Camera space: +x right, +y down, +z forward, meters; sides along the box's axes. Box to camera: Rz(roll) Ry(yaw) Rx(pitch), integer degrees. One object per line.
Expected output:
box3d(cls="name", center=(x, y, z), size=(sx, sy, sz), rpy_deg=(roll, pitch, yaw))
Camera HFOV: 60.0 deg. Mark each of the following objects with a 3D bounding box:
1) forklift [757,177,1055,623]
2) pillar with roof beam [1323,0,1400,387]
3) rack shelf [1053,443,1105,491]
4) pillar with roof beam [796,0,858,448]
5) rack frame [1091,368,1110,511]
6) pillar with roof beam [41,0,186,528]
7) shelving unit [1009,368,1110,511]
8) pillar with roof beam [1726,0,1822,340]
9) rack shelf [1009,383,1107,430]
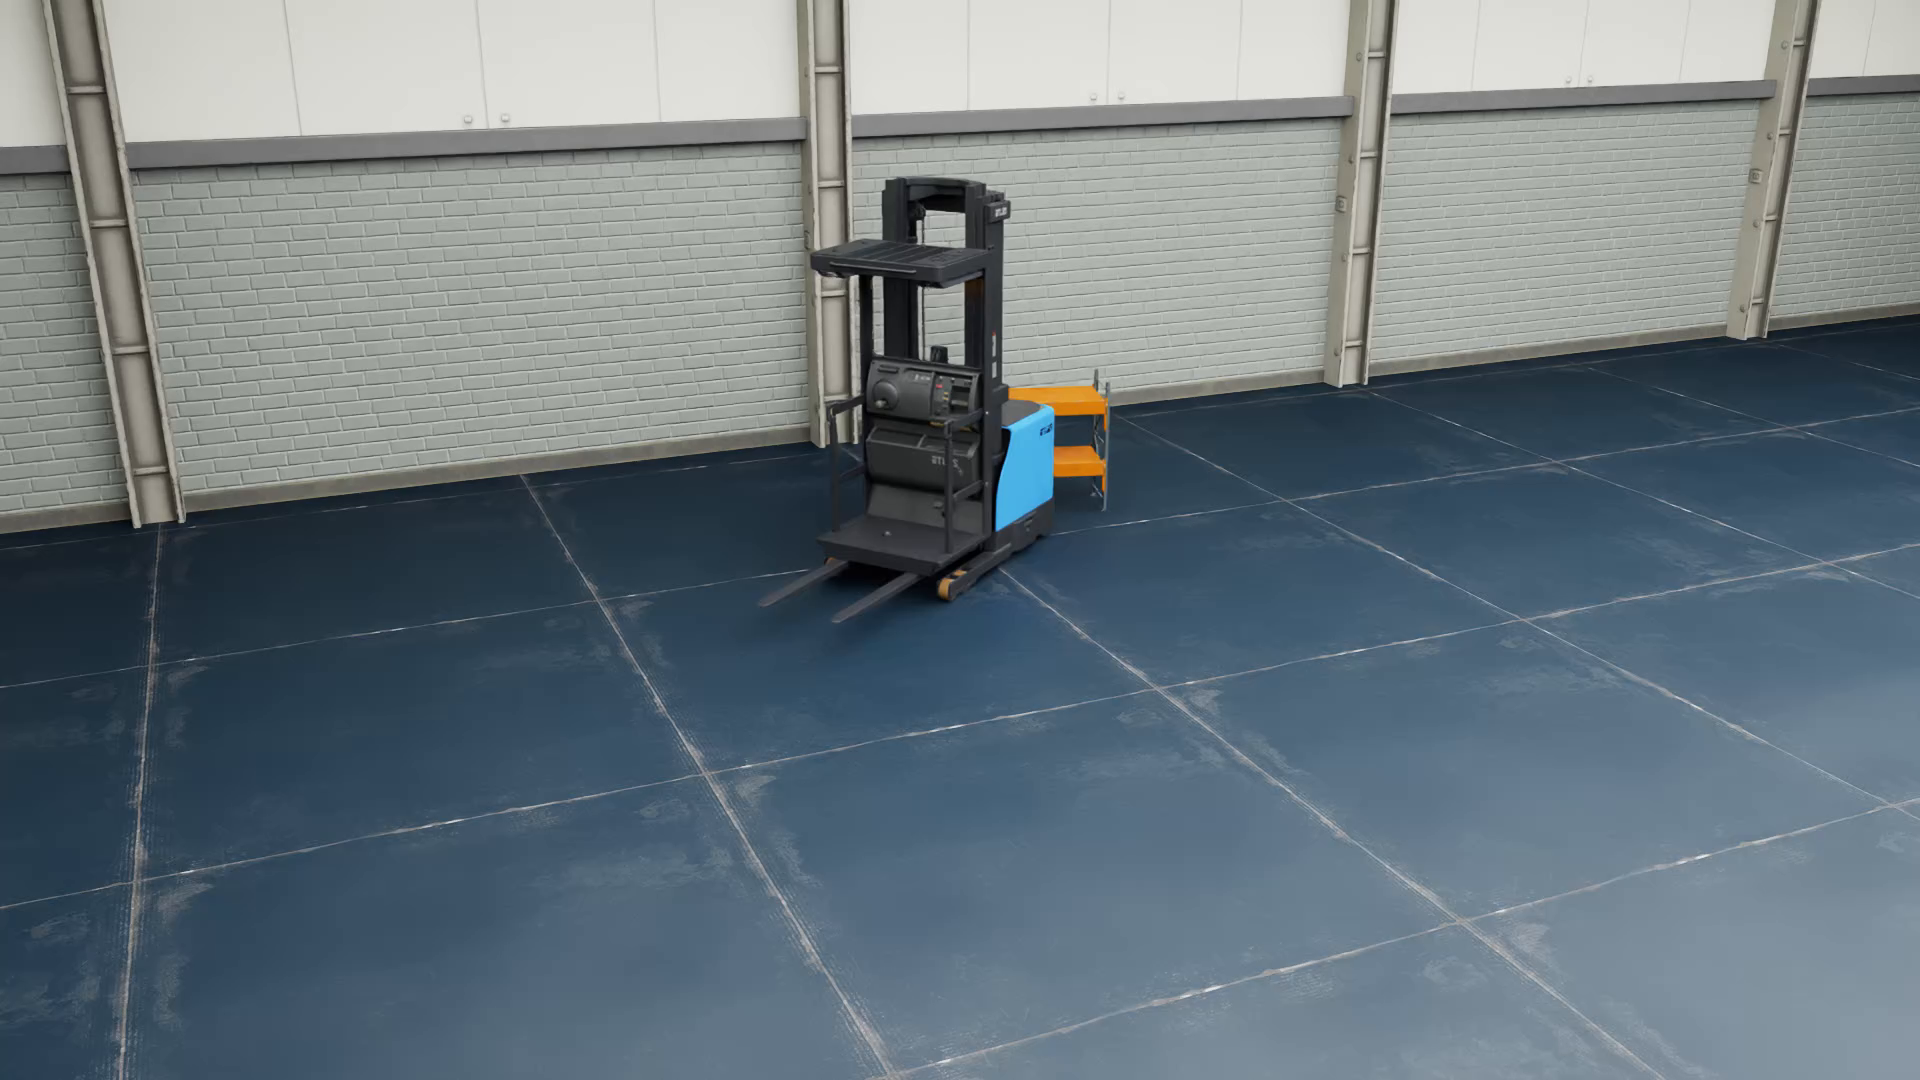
box3d(cls="forklift", center=(-0.383, -1.106, 12.251), size=(1.130, 2.935, 3.031), rpy_deg=(10, 22, 27))
box3d(cls="pillar with roof beam", center=(5.985, -4.681, 13.267), size=(0.400, 9.000, 9.100), rpy_deg=(-8, 21, -22))
box3d(cls="rack shelf", center=(0.702, -0.612, 14.303), size=(1.000, 0.278, 0.538), rpy_deg=(-3, 20, -7))
box3d(cls="pillar with roof beam", center=(0.475, -3.892, 11.025), size=(0.400, 9.000, 9.100), rpy_deg=(-8, 21, -22))
box3d(cls="rack frame", center=(1.206, -0.865, 14.286), size=(0.032, 1.125, 0.500), rpy_deg=(-3, 20, -7))
box3d(cls="pillar with roof beam", center=(-5.034, -3.102, 8.783), size=(0.400, 9.000, 9.100), rpy_deg=(-8, 21, -22))
box3d(cls="shelving unit", center=(0.702, -0.843, 14.221), size=(1.048, 1.125, 0.538), rpy_deg=(-3, 20, -7))
box3d(cls="pillar with roof beam", center=(11.494, -5.470, 15.508), size=(0.400, 9.000, 9.100), rpy_deg=(-8, 21, -22))
box3d(cls="rack shelf", center=(0.702, -1.119, 14.124), size=(1.000, 0.278, 0.538), rpy_deg=(-3, 20, -7))
